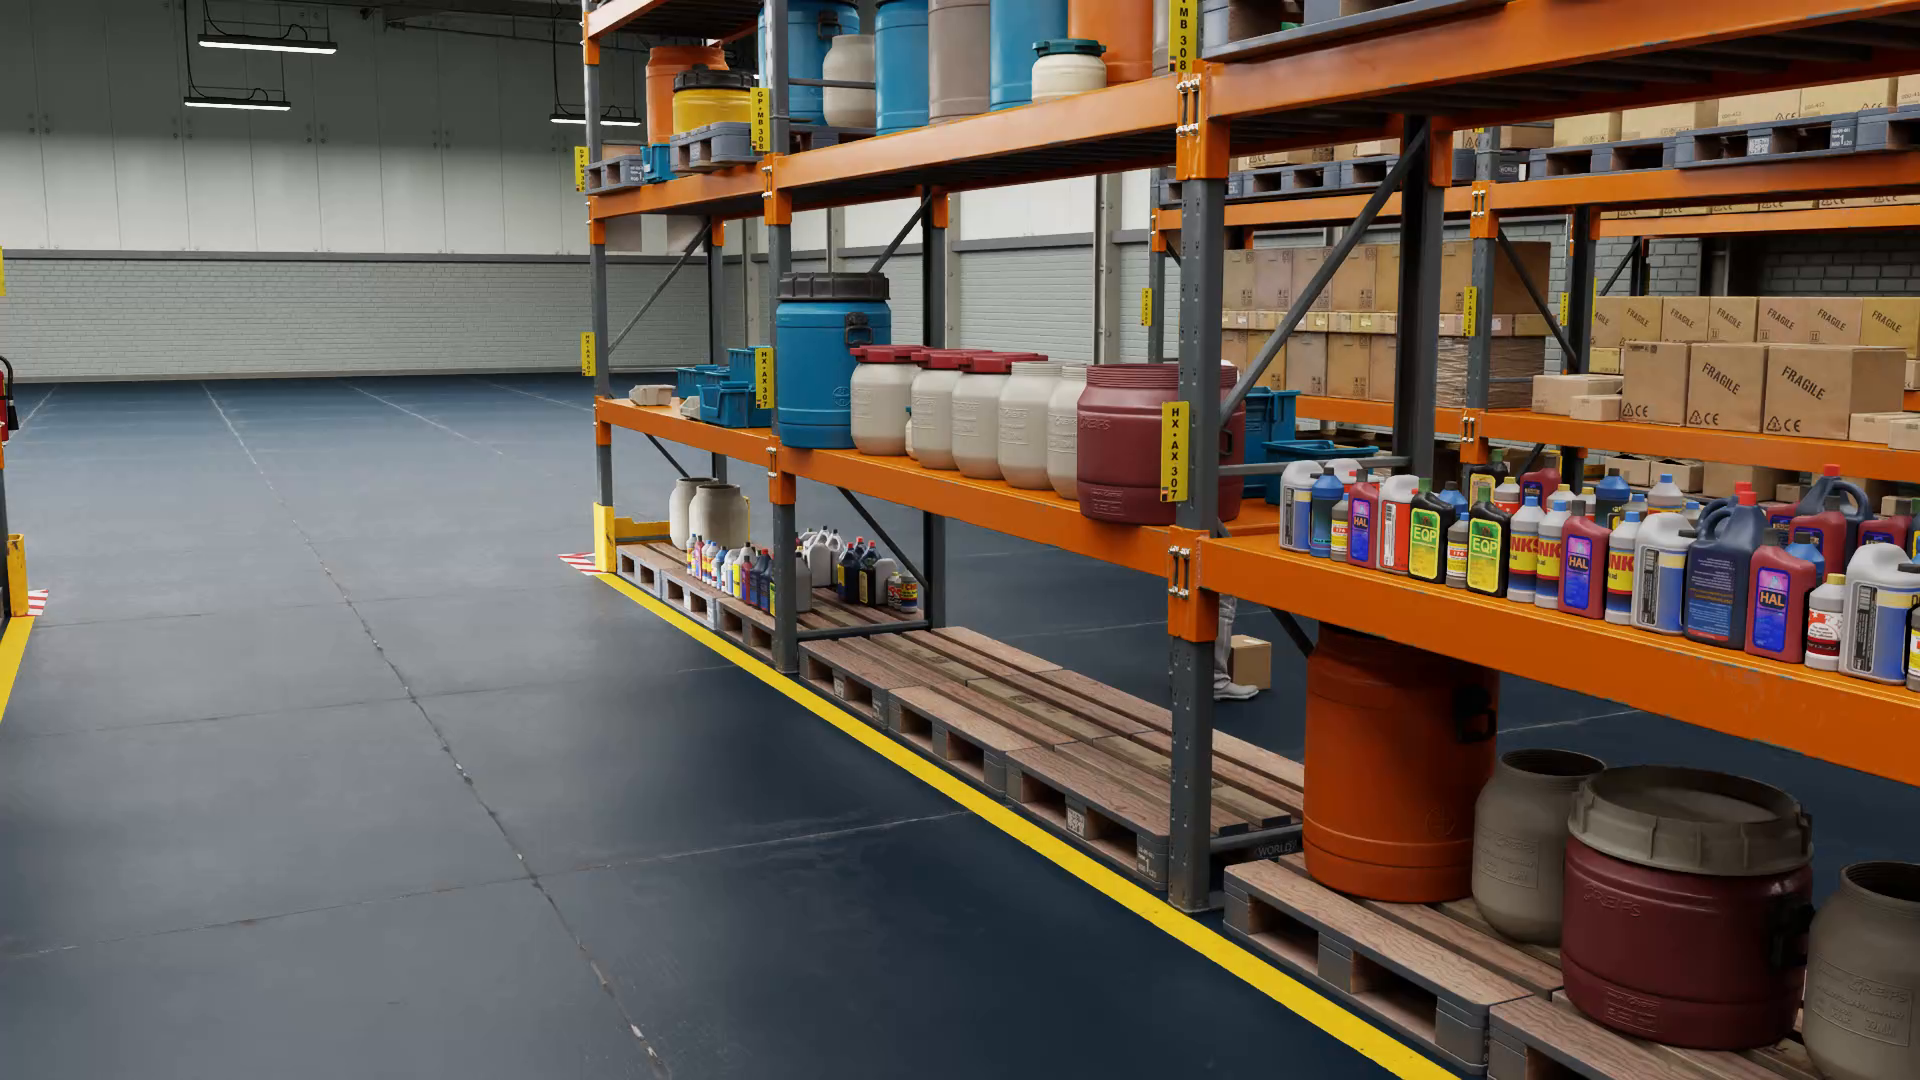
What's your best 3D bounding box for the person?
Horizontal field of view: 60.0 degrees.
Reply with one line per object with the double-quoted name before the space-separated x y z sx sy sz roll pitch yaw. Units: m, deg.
"person" 1.298 -0.065 8.712 0.456 1.761 0.627 -4 9 -26
